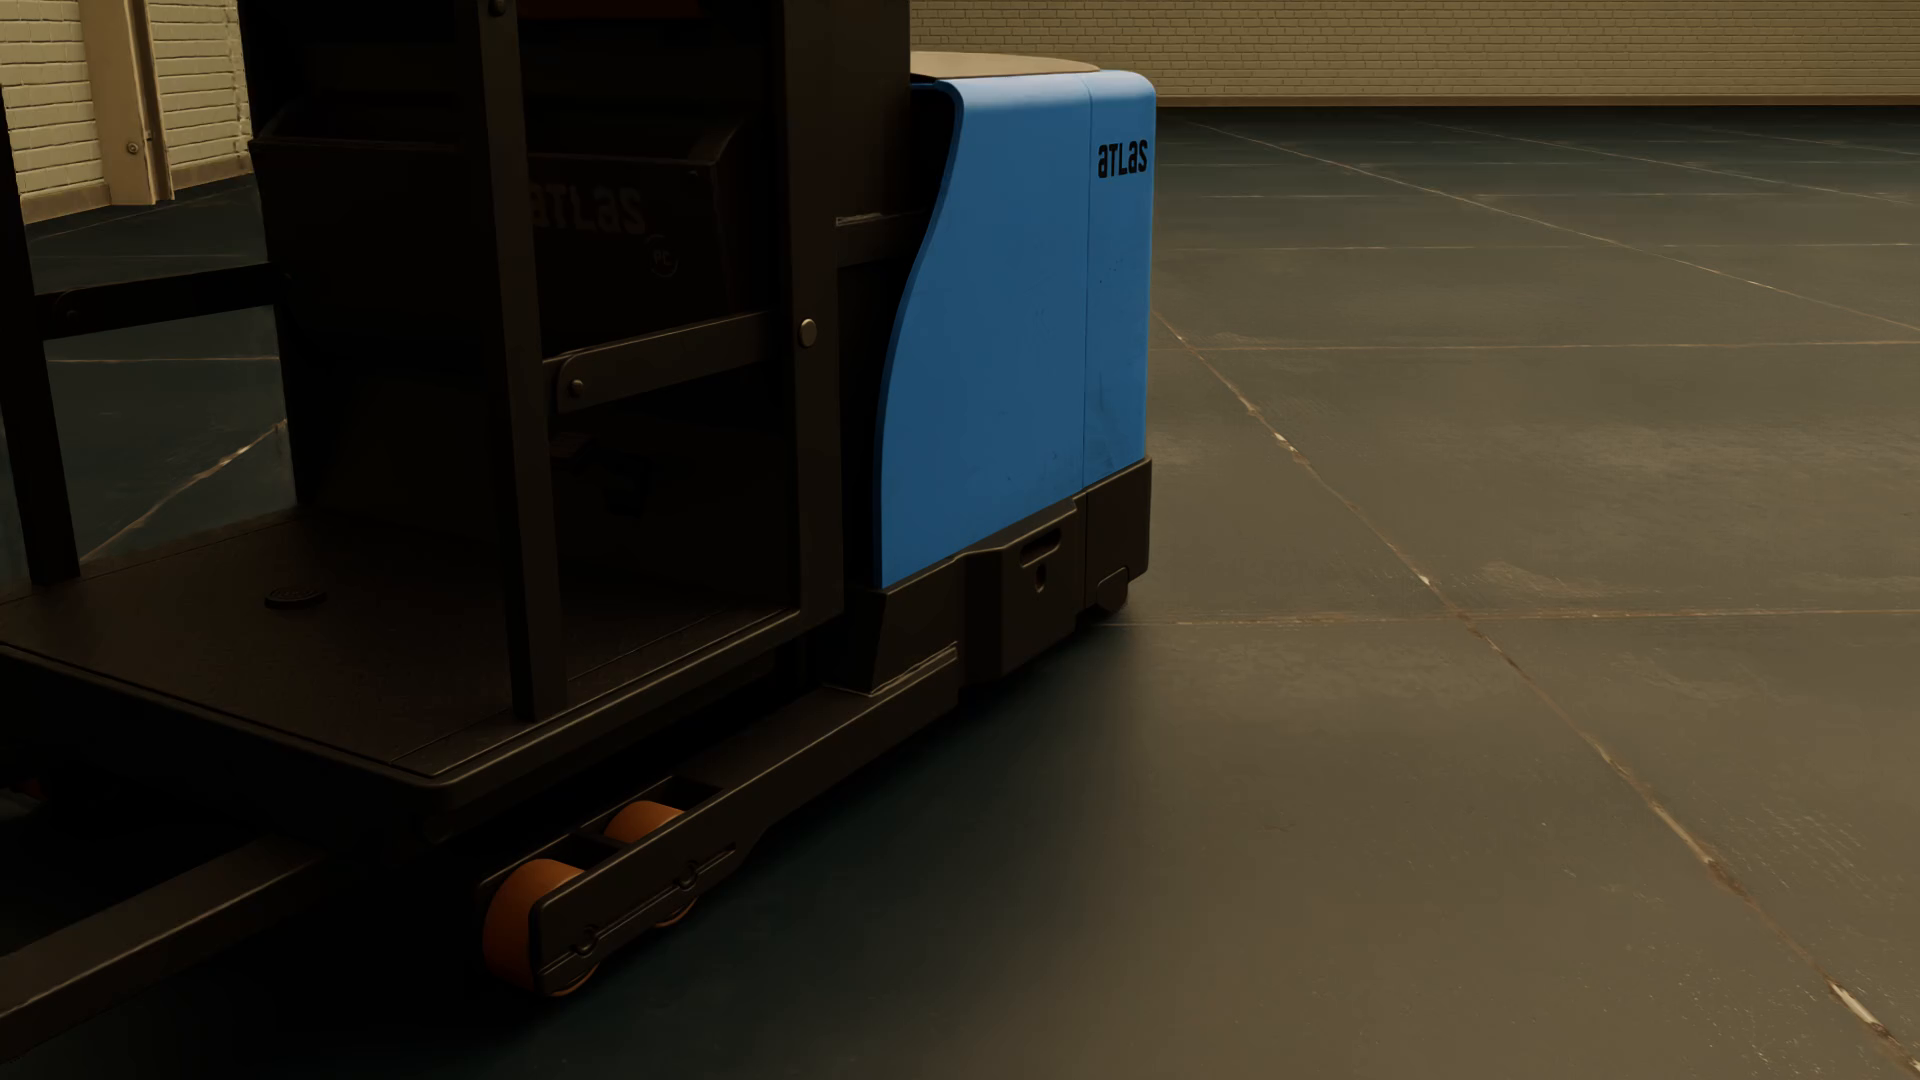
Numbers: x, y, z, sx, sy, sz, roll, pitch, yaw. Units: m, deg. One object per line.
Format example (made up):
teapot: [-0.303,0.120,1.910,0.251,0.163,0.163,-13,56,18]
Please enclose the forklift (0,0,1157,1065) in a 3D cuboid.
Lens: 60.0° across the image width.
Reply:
forklift: [-0.793,-0.989,2.140,1.130,2.935,3.031,10,20,29]
